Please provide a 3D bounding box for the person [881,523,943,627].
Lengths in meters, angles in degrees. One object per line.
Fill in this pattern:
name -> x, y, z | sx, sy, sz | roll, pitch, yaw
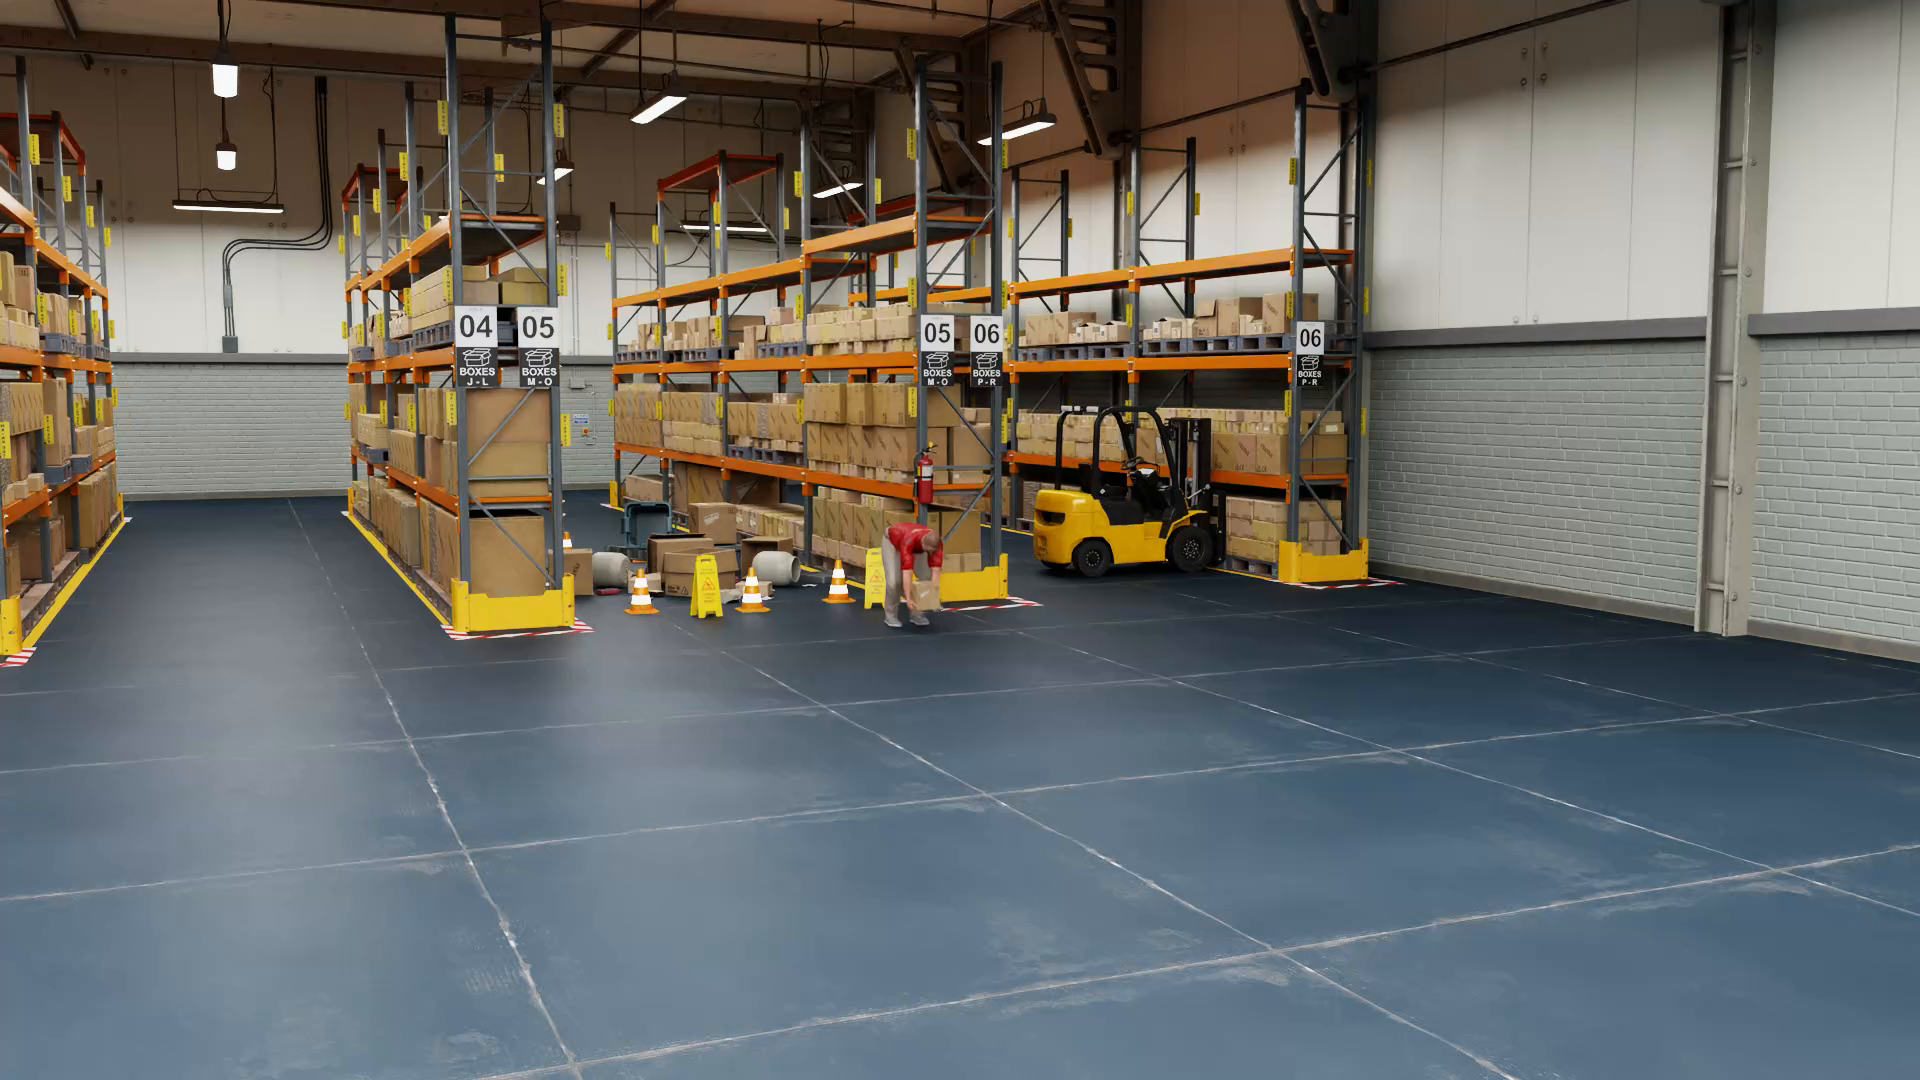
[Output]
person -> -0.452, 0.362, 16.640 | 0.508, 1.049, 0.963 | -3, 6, -26
